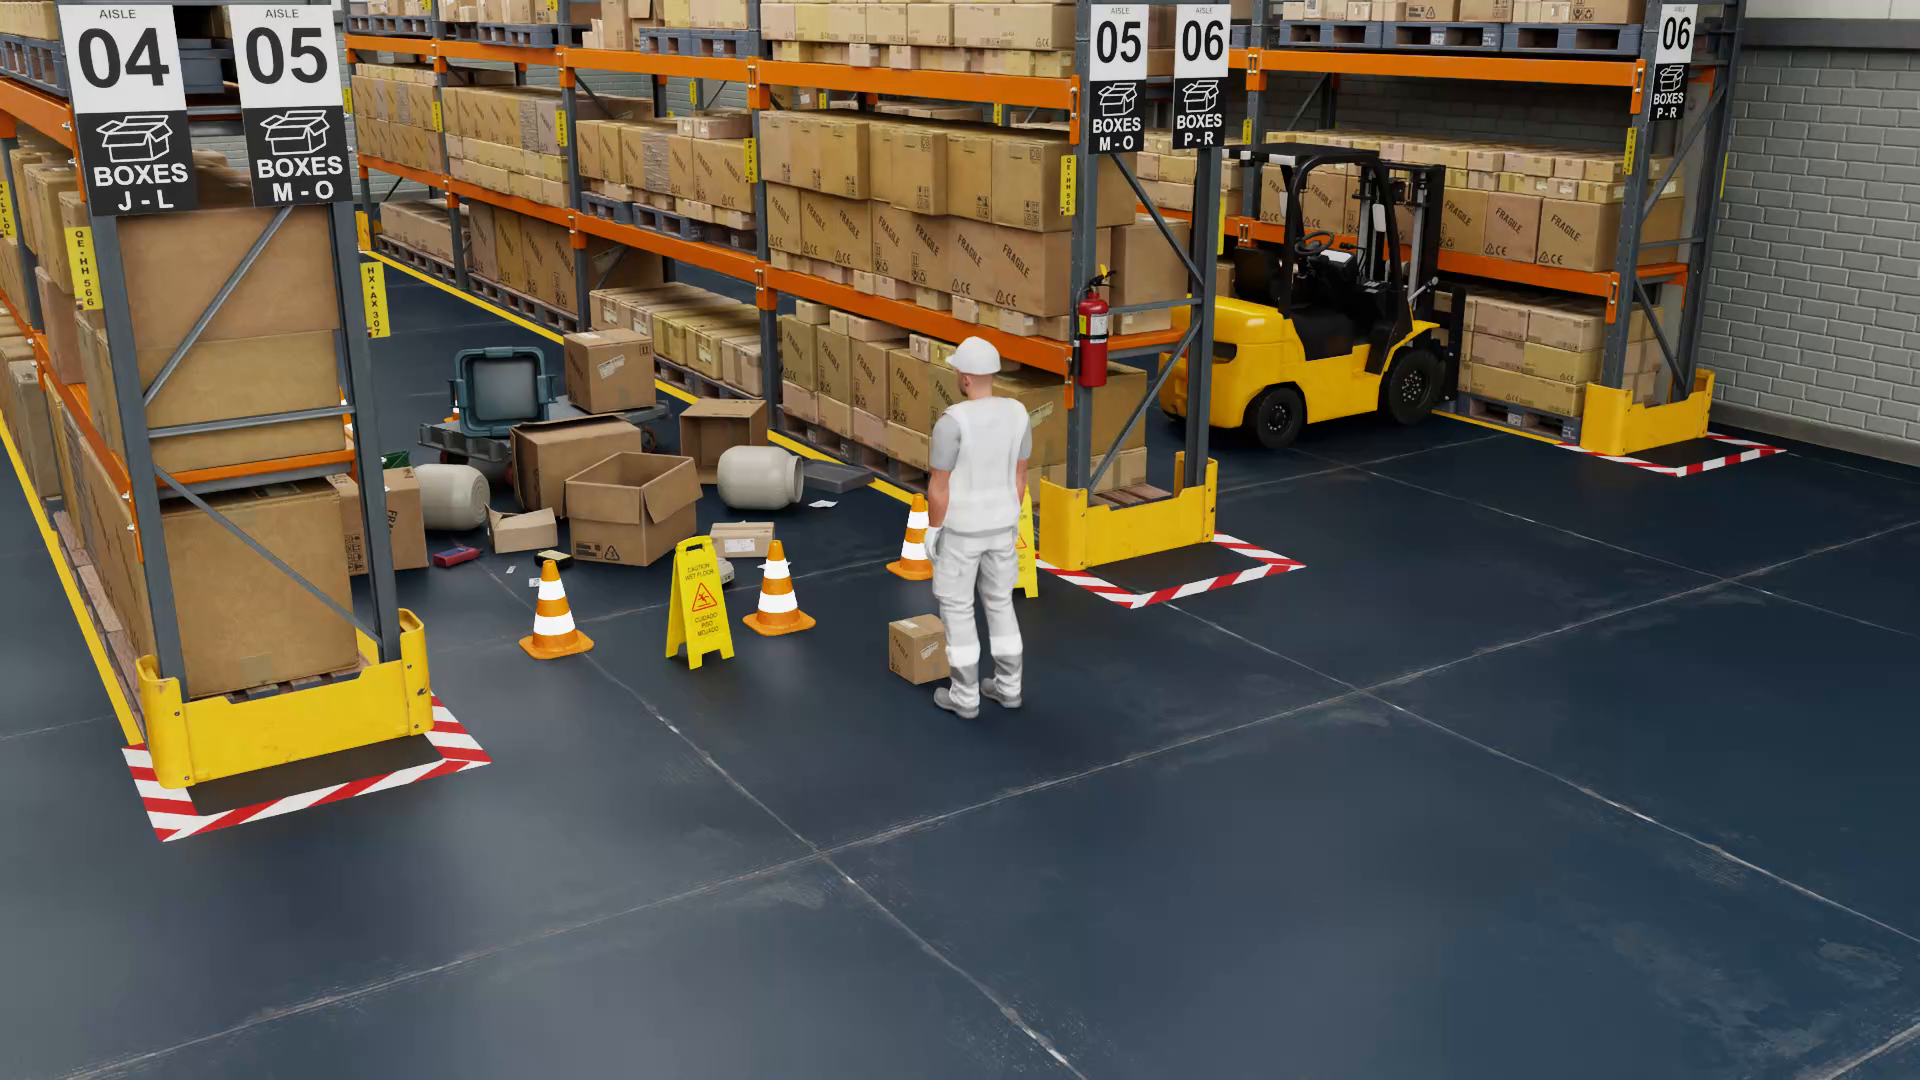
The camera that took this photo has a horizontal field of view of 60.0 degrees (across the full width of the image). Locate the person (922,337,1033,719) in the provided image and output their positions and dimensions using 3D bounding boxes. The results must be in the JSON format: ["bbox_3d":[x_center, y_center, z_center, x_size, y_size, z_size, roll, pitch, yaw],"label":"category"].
[{"bbox_3d":[0.072,-0.055,7.695,0.525,1.783,0.338,-11,21,-30],"label":"person"}]
